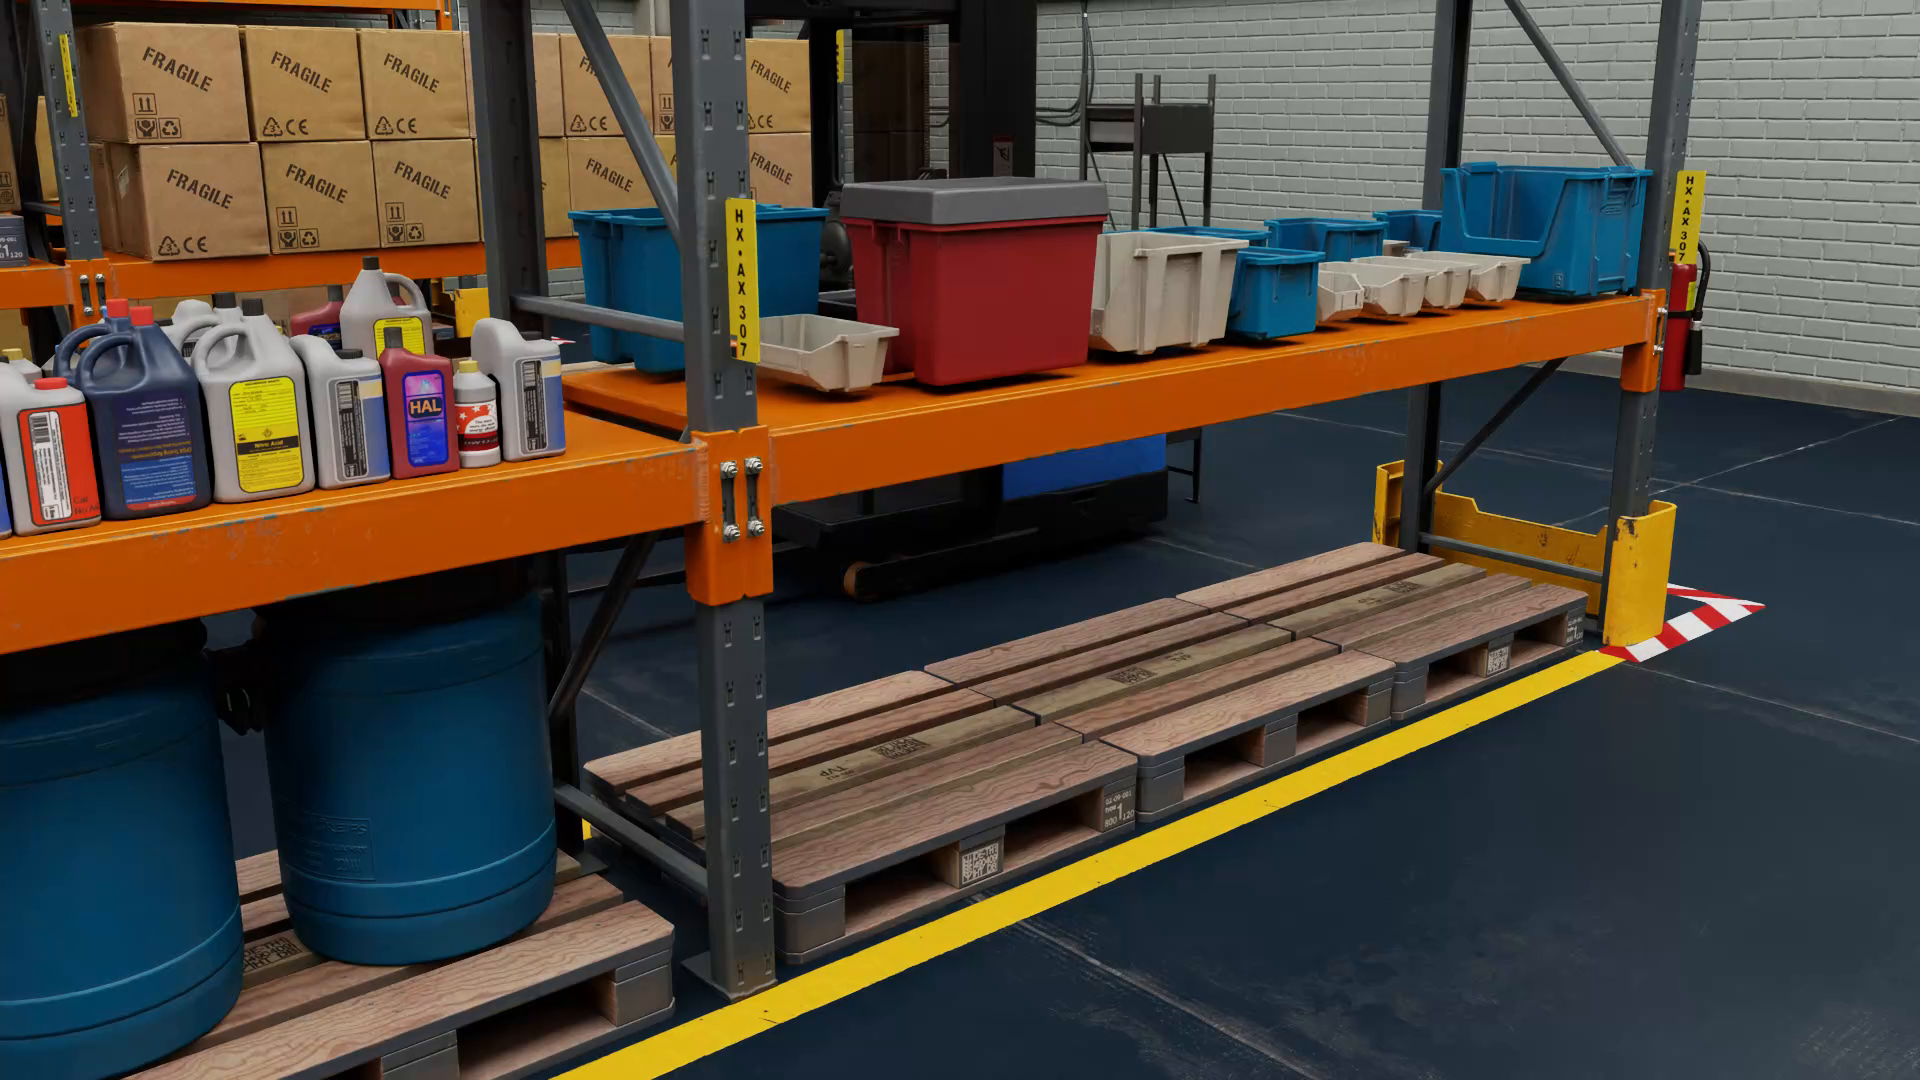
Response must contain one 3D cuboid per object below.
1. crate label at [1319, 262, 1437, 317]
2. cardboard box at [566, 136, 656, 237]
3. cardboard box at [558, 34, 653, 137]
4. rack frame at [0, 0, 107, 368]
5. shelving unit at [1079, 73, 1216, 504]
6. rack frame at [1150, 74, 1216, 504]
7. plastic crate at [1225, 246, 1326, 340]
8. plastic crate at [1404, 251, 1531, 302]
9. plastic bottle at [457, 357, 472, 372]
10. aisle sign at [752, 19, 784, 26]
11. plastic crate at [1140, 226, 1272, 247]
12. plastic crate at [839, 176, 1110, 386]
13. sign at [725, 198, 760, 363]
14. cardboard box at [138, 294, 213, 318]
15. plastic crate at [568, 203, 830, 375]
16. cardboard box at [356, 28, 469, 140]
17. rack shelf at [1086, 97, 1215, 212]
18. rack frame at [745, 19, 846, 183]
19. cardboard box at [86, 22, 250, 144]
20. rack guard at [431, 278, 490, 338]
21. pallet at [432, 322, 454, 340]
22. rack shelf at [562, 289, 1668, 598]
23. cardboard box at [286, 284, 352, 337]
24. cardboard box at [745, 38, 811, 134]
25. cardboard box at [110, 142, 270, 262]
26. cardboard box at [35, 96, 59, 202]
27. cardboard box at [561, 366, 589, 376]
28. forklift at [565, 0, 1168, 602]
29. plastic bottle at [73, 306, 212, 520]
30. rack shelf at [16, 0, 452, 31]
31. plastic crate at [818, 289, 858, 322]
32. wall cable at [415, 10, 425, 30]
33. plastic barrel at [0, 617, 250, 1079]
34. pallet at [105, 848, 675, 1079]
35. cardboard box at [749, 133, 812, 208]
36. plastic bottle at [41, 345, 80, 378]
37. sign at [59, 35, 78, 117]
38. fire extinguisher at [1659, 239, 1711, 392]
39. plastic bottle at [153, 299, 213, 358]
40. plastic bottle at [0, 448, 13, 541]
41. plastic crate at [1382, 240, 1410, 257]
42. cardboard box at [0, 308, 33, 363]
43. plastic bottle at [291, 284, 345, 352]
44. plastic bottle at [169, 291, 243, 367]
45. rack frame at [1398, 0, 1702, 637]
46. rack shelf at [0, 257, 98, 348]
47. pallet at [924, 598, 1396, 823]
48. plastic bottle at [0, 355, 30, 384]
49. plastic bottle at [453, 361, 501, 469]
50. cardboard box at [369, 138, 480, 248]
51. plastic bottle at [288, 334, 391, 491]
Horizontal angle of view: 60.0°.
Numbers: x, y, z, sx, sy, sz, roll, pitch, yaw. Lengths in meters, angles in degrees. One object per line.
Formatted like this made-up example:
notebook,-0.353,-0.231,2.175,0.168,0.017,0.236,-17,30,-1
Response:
crate label,1.300,-0.806,5.350,0.243,0.136,0.396,-13,19,-39
cardboard box,-1.959,-1.889,8.814,0.500,0.500,0.500,-12,19,-39
cardboard box,-1.954,-2.369,8.675,0.500,0.500,0.500,-12,19,-38
rack frame,-4.048,-1.464,7.417,0.127,3.000,1.000,-13,19,-39
shelving unit,0.897,-1.201,8.179,0.503,2.100,0.431,-12,19,-37
rack frame,1.087,-1.241,8.327,0.015,2.100,0.400,-12,19,-37
plastic crate,0.837,-0.726,4.865,0.300,0.233,0.416,-13,19,-39
plastic crate,1.722,-0.904,5.718,0.243,0.136,0.396,-13,19,-39
plastic bottle,-0.980,-0.294,3.423,0.097,0.201,0.097,0,15,0
aisle sign,-1.172,-3.466,9.875,0.004,0.787,0.394,-13,19,-39
plastic crate,0.823,-0.924,5.603,0.300,0.233,0.416,-13,19,-39
plastic crate,0.039,-0.661,4.171,0.583,0.464,0.402,-13,19,-39
sign,-0.439,-0.525,3.366,0.005,0.325,0.100,-13,19,-39
cardboard box,-5.901,-1.700,12.333,0.500,0.500,0.700,-12,19,-38
plastic crate,-0.671,-0.665,4.343,0.575,0.384,0.392,-13,19,-39
cardboard box,-2.731,-2.194,8.022,0.500,0.500,0.500,-13,20,-41
rack shelf,0.897,-1.865,8.002,0.480,0.518,0.431,-12,19,-37
rack frame,-1.030,-2.141,9.953,0.127,3.000,1.000,-13,19,-39
cardboard box,-3.508,-2.020,7.368,0.500,0.500,0.500,-12,19,-38
rack guard,-4.267,-1.901,13.899,0.348,0.500,1.175,-13,19,-39
pallet,-4.837,-1.607,13.357,1.213,0.211,1.003,-13,19,-39
rack shelf,0.710,-0.490,5.165,4.000,0.370,1.077,-13,19,-39
cardboard box,-5.125,-1.877,12.996,0.500,0.500,0.700,-13,20,-40
cardboard box,-1.186,-2.544,9.329,0.500,0.500,0.500,-13,20,-40
cardboard box,-3.485,-1.545,7.528,0.500,0.500,0.500,-12,19,-38
cardboard box,-6.328,-2.783,11.777,0.700,0.700,0.980,-13,20,-41
cardboard box,-2.381,-0.819,9.479,0.500,0.250,0.500,-13,19,-39
forklift,-0.485,-1.316,6.995,3.031,2.935,1.130,-12,19,-37
plastic bottle,-1.417,-0.224,2.872,0.185,0.351,0.144,-13,19,-39
rack shelf,-5.794,-3.868,11.999,4.000,0.370,1.077,-13,19,-39
plastic crate,-0.131,-0.637,4.737,0.590,0.125,0.437,-13,19,-39
wall cable,-3.940,-3.997,14.932,1.851,1.984,0.084,-13,19,-39
plastic barrel,-1.755,0.521,3.239,0.708,0.901,0.600,-13,19,-39
pallet,-1.409,0.971,3.705,1.213,0.211,1.003,-13,19,-39
cardboard box,-1.190,-2.061,9.458,0.500,0.500,0.500,-12,19,-38
plastic bottle,-1.853,-0.306,3.466,0.097,0.201,0.097,0,15,0
sign,-3.681,-1.915,6.865,0.005,0.325,0.100,-13,19,-39
fire extinguisher,2.630,-0.896,6.163,0.183,0.674,0.296,-13,19,-39
plastic bottle,-1.674,-0.372,3.572,0.135,0.276,0.152,-13,19,-39
plastic bottle,-1.642,-0.139,2.698,0.135,0.276,0.152,-13,19,-39
plastic crate,1.520,-1.062,6.307,0.298,0.136,0.250,-13,19,-39
cardboard box,-6.671,-1.529,11.692,0.500,0.500,0.700,-12,19,-39
plastic bottle,-1.456,-0.441,3.813,0.133,0.283,0.061,-13,19,-39
plastic bottle,-1.372,-0.283,3.094,0.185,0.351,0.144,-13,19,-39
rack frame,2.218,-1.176,6.341,0.127,3.000,1.000,-13,19,-39
rack shelf,-5.557,-0.777,6.241,4.000,0.370,1.077,-13,19,-39
pallet,0.651,0.509,5.436,1.213,0.211,1.003,-13,19,-39
plastic bottle,-1.636,-0.181,2.863,0.097,0.271,0.097,0,15,0
plastic bottle,-0.954,-0.248,3.251,0.097,0.201,0.097,0,15,0
cardboard box,-2.721,-1.717,8.171,0.500,0.500,0.500,-13,20,-40
plastic bottle,-1.160,-0.247,3.103,0.135,0.276,0.152,-13,19,-39
